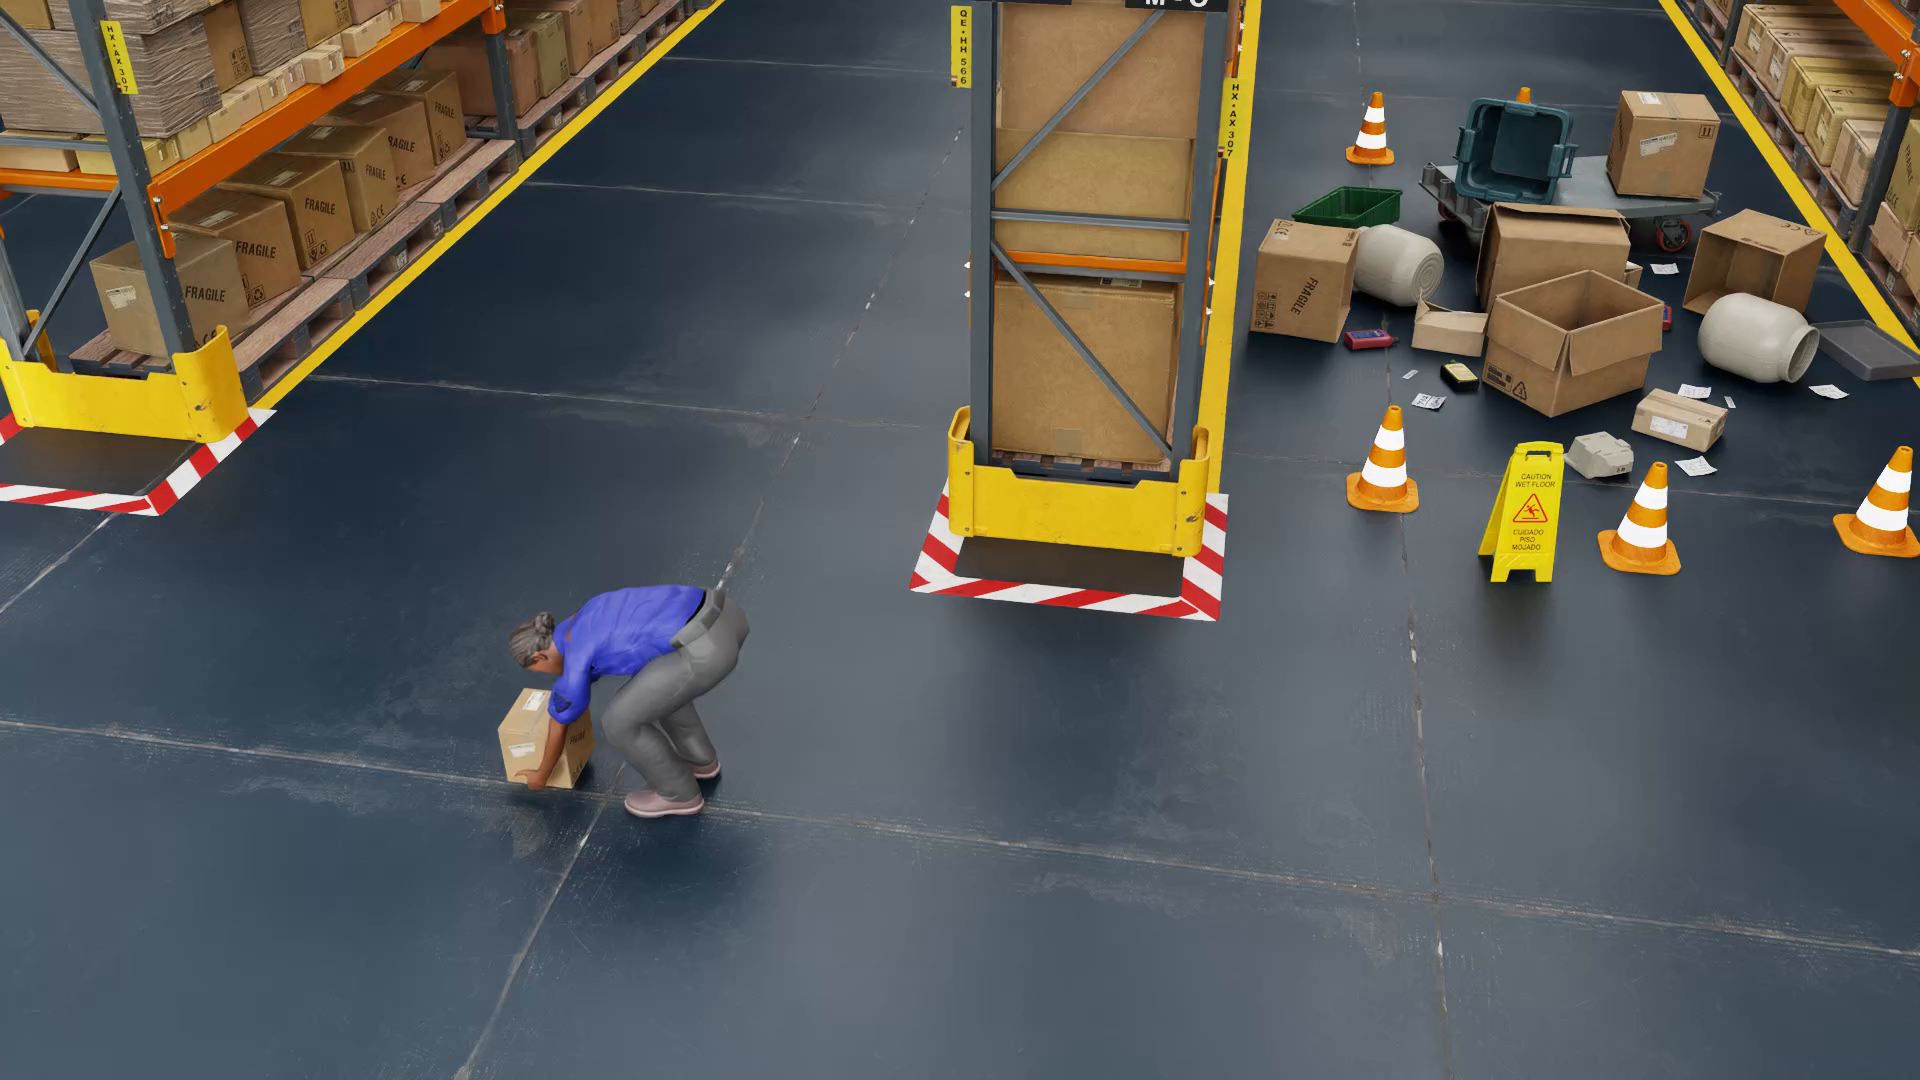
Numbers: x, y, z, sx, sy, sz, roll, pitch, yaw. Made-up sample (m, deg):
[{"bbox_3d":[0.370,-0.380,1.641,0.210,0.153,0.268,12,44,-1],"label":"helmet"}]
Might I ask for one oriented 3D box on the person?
[{"bbox_3d":[-1.190,0.560,5.996,0.882,0.874,0.443,4,33,6],"label":"person"}]
